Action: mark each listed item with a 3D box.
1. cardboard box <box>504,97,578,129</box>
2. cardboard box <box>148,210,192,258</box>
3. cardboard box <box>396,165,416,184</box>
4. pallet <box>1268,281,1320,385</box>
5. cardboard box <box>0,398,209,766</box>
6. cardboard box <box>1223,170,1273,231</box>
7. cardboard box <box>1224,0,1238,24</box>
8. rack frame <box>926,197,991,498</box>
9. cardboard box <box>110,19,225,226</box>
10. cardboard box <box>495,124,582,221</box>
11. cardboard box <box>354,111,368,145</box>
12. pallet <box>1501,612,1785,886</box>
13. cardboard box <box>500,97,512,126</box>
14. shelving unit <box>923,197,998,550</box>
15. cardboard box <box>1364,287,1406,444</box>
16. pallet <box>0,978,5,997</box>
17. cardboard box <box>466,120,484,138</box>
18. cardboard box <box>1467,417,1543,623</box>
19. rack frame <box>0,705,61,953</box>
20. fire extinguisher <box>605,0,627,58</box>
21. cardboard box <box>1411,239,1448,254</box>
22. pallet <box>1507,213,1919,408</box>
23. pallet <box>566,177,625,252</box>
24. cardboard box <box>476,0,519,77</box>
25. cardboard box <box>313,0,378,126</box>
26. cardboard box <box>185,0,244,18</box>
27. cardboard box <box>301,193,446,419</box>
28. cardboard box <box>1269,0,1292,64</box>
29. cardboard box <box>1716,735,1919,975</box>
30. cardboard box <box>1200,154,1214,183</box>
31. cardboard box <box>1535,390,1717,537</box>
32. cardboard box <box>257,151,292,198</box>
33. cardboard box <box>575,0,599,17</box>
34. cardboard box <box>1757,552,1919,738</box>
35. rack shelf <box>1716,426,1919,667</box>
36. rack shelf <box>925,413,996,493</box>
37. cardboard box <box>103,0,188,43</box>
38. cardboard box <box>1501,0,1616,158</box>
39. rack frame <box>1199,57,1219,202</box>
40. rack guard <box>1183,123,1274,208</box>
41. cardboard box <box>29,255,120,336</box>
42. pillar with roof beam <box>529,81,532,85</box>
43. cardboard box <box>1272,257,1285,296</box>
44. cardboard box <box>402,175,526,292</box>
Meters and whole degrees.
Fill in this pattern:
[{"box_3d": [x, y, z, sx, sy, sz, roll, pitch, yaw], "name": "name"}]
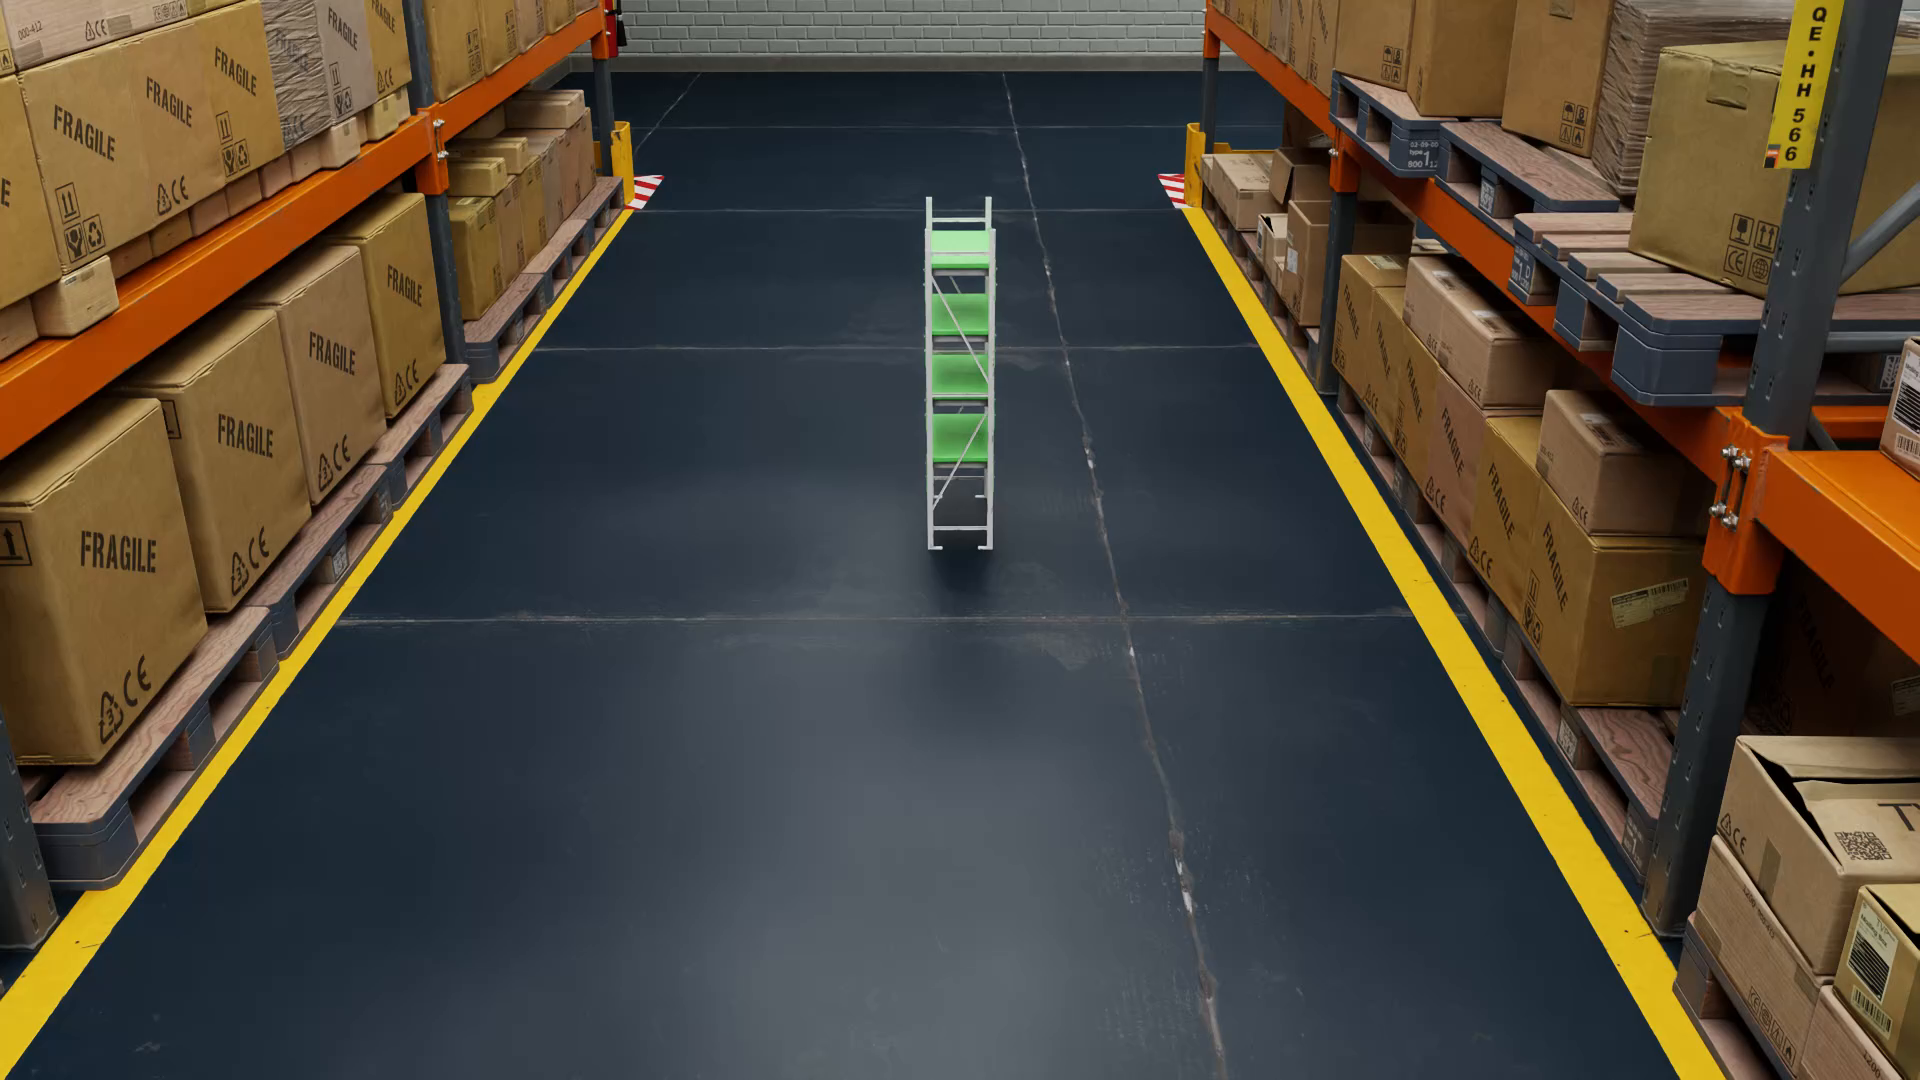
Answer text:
[{"box_3d": [-2.535, -2.587, 10.067, 0.380, 0.149, 0.250, 0, 24, 1], "name": "cardboard box"}, {"box_3d": [-2.556, -0.950, 4.990, 0.380, 0.149, 0.250, 0, 24, 0], "name": "cardboard box"}, {"box_3d": [-2.900, -1.958, 8.676, 0.380, 0.149, 0.250, -1, 24, -2], "name": "cardboard box"}, {"box_3d": [2.161, -1.073, 8.366, 1.003, 0.211, 1.213, 0, 24, -1], "name": "pallet"}, {"box_3d": [-2.619, 0.096, 4.496, 0.750, 0.750, 0.750, -1, 24, -1], "name": "cardboard box"}, {"box_3d": [1.857, -2.019, 9.876, 0.500, 0.250, 0.500, 0, 24, -1], "name": "cardboard box"}, {"box_3d": [1.876, -3.358, 9.912, 0.500, 0.500, 0.500, 0, 24, -1], "name": "cardboard box"}, {"box_3d": [-0.004, -0.715, 6.376, 0.240, 1.200, 0.015, 0, 24, -1], "name": "rack frame"}, {"box_3d": [-2.492, -1.200, 4.757, 0.500, 0.500, 0.500, 0, 24, -1], "name": "cardboard box"}, {"box_3d": [-2.716, -2.243, 10.093, 0.700, 0.500, 0.500, 0, 24, -1], "name": "cardboard box"}, {"box_3d": [-2.515, -1.582, 6.389, 0.380, 0.149, 0.250, 0, 24, 1], "name": "cardboard box"}, {"box_3d": [2.241, 0.551, 4.776, 1.003, 0.211, 1.213, 0, 24, -1], "name": "pallet"}, {"box_3d": [-2.917, -2.587, 10.066, 0.380, 0.149, 0.250, 0, 24, 0], "name": "cardboard box"}, {"box_3d": [-0.002, -0.615, 6.154, 0.258, 1.200, 0.503, 0, 24, -1], "name": "shelving unit"}, {"box_3d": [1.946, -0.702, 6.661, 0.500, 0.500, 0.500, 0, 24, 0], "name": "cardboard box"}, {"box_3d": [-2.735, 1.204, 3.331, 1.003, 0.211, 1.213, 0, 24, -1], "name": "pallet"}, {"box_3d": [-2.908, -2.273, 9.372, 0.380, 0.149, 0.250, 0, 24, 0], "name": "cardboard box"}, {"box_3d": [1.961, -0.071, 5.267, 0.500, 0.500, 0.500, -1, 24, -2], "name": "cardboard box"}, {"box_3d": [-2.742, -0.388, 3.468, 1.000, 3.000, 0.127, 0, 24, -1], "name": "rack frame"}, {"box_3d": [-2.370, -3.544, 10.992, 0.296, 0.674, 0.183, 0, 24, -1], "name": "fire extinguisher"}, {"box_3d": [2.360, -1.500, 8.831, 0.380, 0.166, 0.250, 0, 24, -1], "name": "cardboard box"}, {"box_3d": [2.133, -0.604, 4.177, 1.213, 0.211, 1.003, 0, 24, -1], "name": "pallet"}, {"box_3d": [-2.743, -2.085, 10.604, 1.003, 0.211, 1.213, 0, 24, -1], "name": "pallet"}, {"box_3d": [-2.778, -2.698, 8.210, 0.980, 0.700, 0.700, -1, 24, -2], "name": "cardboard box"}, {"box_3d": [-2.513, -1.827, 6.144, 0.500, 0.500, 0.500, 0, 24, 0], "name": "cardboard box"}, {"box_3d": [-2.517, -1.746, 5.054, 0.500, 0.250, 0.500, -1, 24, -2], "name": "cardboard box"}, {"box_3d": [-2.649, -0.981, 6.878, 0.750, 0.750, 0.750, 0, 24, 0], "name": "cardboard box"}, {"box_3d": [1.890, -2.735, 8.535, 0.500, 0.500, 0.500, 0, 24, 1], "name": "cardboard box"}, {"box_3d": [1.923, 0.611, 3.405, 0.500, 0.311, 0.500, 1, 24, 1], "name": "cardboard box"}, {"box_3d": [1.785, -2.436, 10.922, 0.380, 0.149, 0.250, 0, 24, -1], "name": "cardboard box"}, {"box_3d": [1.961, -0.223, 4.692, 0.500, 0.250, 0.500, 1, 24, 1], "name": "cardboard box"}, {"box_3d": [-2.529, -1.269, 5.697, 0.380, 0.149, 0.250, -1, 24, -2], "name": "cardboard box"}, {"box_3d": [-2.814, -3.611, 10.231, 0.980, 0.700, 0.700, 1, 24, 2], "name": "cardboard box"}, {"box_3d": [2.492, 0.338, 4.363, 0.500, 0.500, 0.500, 1, 24, 2], "name": "cardboard box"}, {"box_3d": [2.233, 0.740, 1.847, 1.077, 0.370, 4.000, 0, 24, -1], "name": "rack shelf"}, {"box_3d": [-0.002, -0.338, 6.279, 0.258, 0.148, 0.480, 0, 24, -1], "name": "rack shelf"}, {"box_3d": [-2.505, -1.536, 4.589, 0.500, 0.250, 0.500, 0, 24, 0], "name": "cardboard box"}, {"box_3d": [2.248, -1.569, 5.449, 0.700, 0.500, 0.500, -6, 25, -14], "name": "cardboard box"}, {"box_3d": [2.124, -3.709, 10.810, 1.000, 3.000, 0.127, 0, 24, -1], "name": "rack frame"}, {"box_3d": [2.125, -2.538, 11.256, 1.175, 0.500, 0.348, 0, 24, -1], "name": "rack guard"}, {"box_3d": [-2.427, -0.633, 4.291, 0.380, 0.149, 0.250, 0, 24, 1], "name": "cardboard box"}, {"box_3d": [0.581, -7.546, 12.015, 9.100, 9.000, 0.400, 0, 24, -1], "name": "pillar with roof beam"}, {"box_3d": [1.813, -1.350, 8.520, 0.380, 0.149, 0.250, 0, 24, -1], "name": "cardboard box"}, {"box_3d": [-2.694, -1.605, 8.681, 0.700, 0.500, 0.500, 0, 24, -1], "name": "cardboard box"}]
